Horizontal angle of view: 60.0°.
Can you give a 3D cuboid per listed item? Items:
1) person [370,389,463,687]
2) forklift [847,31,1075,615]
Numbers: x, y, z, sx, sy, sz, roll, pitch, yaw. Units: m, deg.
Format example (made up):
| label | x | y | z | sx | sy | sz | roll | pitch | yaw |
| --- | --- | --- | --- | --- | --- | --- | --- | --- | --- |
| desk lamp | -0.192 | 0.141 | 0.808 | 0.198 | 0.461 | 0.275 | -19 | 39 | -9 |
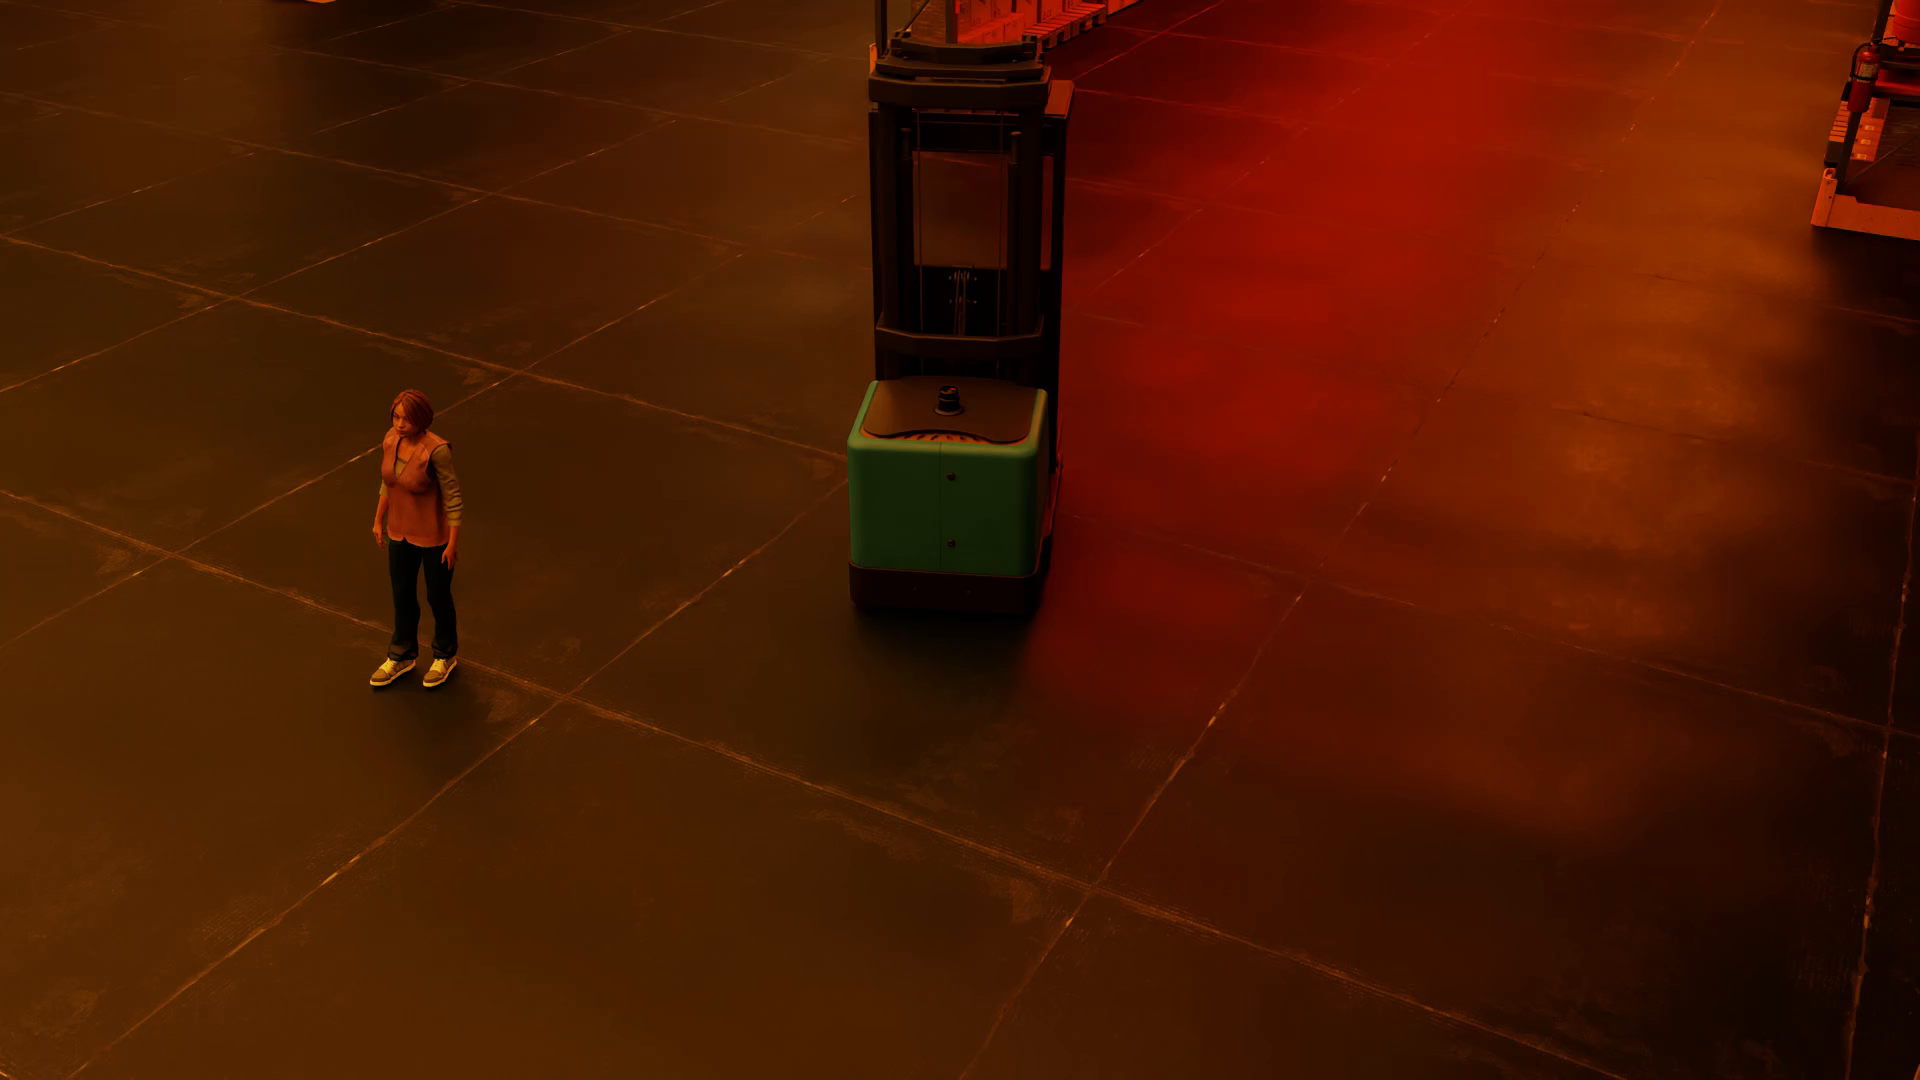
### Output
| label | x | y | z | sx | sy | sz | roll | pitch | yaw |
| --- | --- | --- | --- | --- | --- | --- | --- | --- | --- |
| person | -2.760 | 0.016 | 8.362 | 0.521 | 1.599 | 0.473 | 12 | 32 | 20 |
| forklift | 0.072 | -1.572 | 9.794 | 1.130 | 2.935 | 3.031 | 3 | 30 | 6 |
